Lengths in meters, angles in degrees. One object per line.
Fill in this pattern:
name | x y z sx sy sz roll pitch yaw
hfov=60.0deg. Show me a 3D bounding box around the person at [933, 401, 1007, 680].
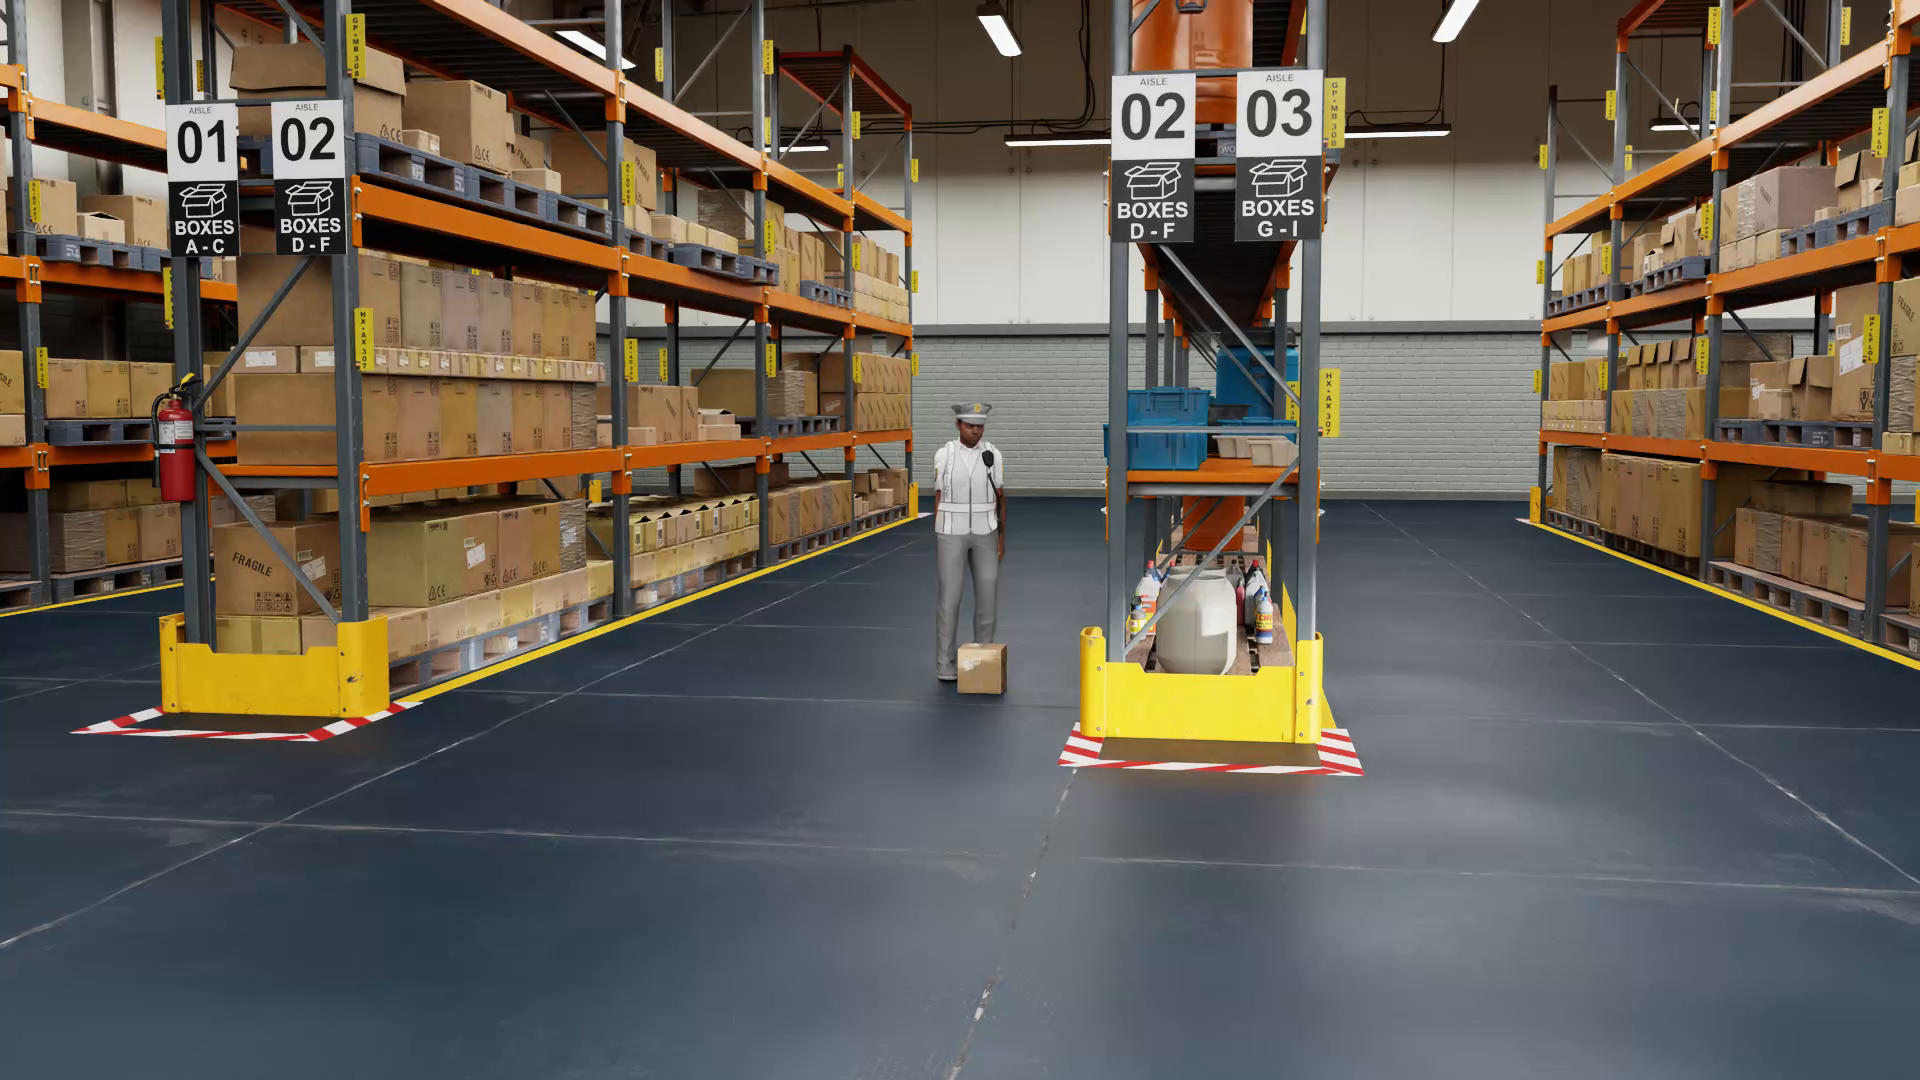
person | 0.064 0.003 9.930 0.438 1.658 0.341 -1 5 -9
